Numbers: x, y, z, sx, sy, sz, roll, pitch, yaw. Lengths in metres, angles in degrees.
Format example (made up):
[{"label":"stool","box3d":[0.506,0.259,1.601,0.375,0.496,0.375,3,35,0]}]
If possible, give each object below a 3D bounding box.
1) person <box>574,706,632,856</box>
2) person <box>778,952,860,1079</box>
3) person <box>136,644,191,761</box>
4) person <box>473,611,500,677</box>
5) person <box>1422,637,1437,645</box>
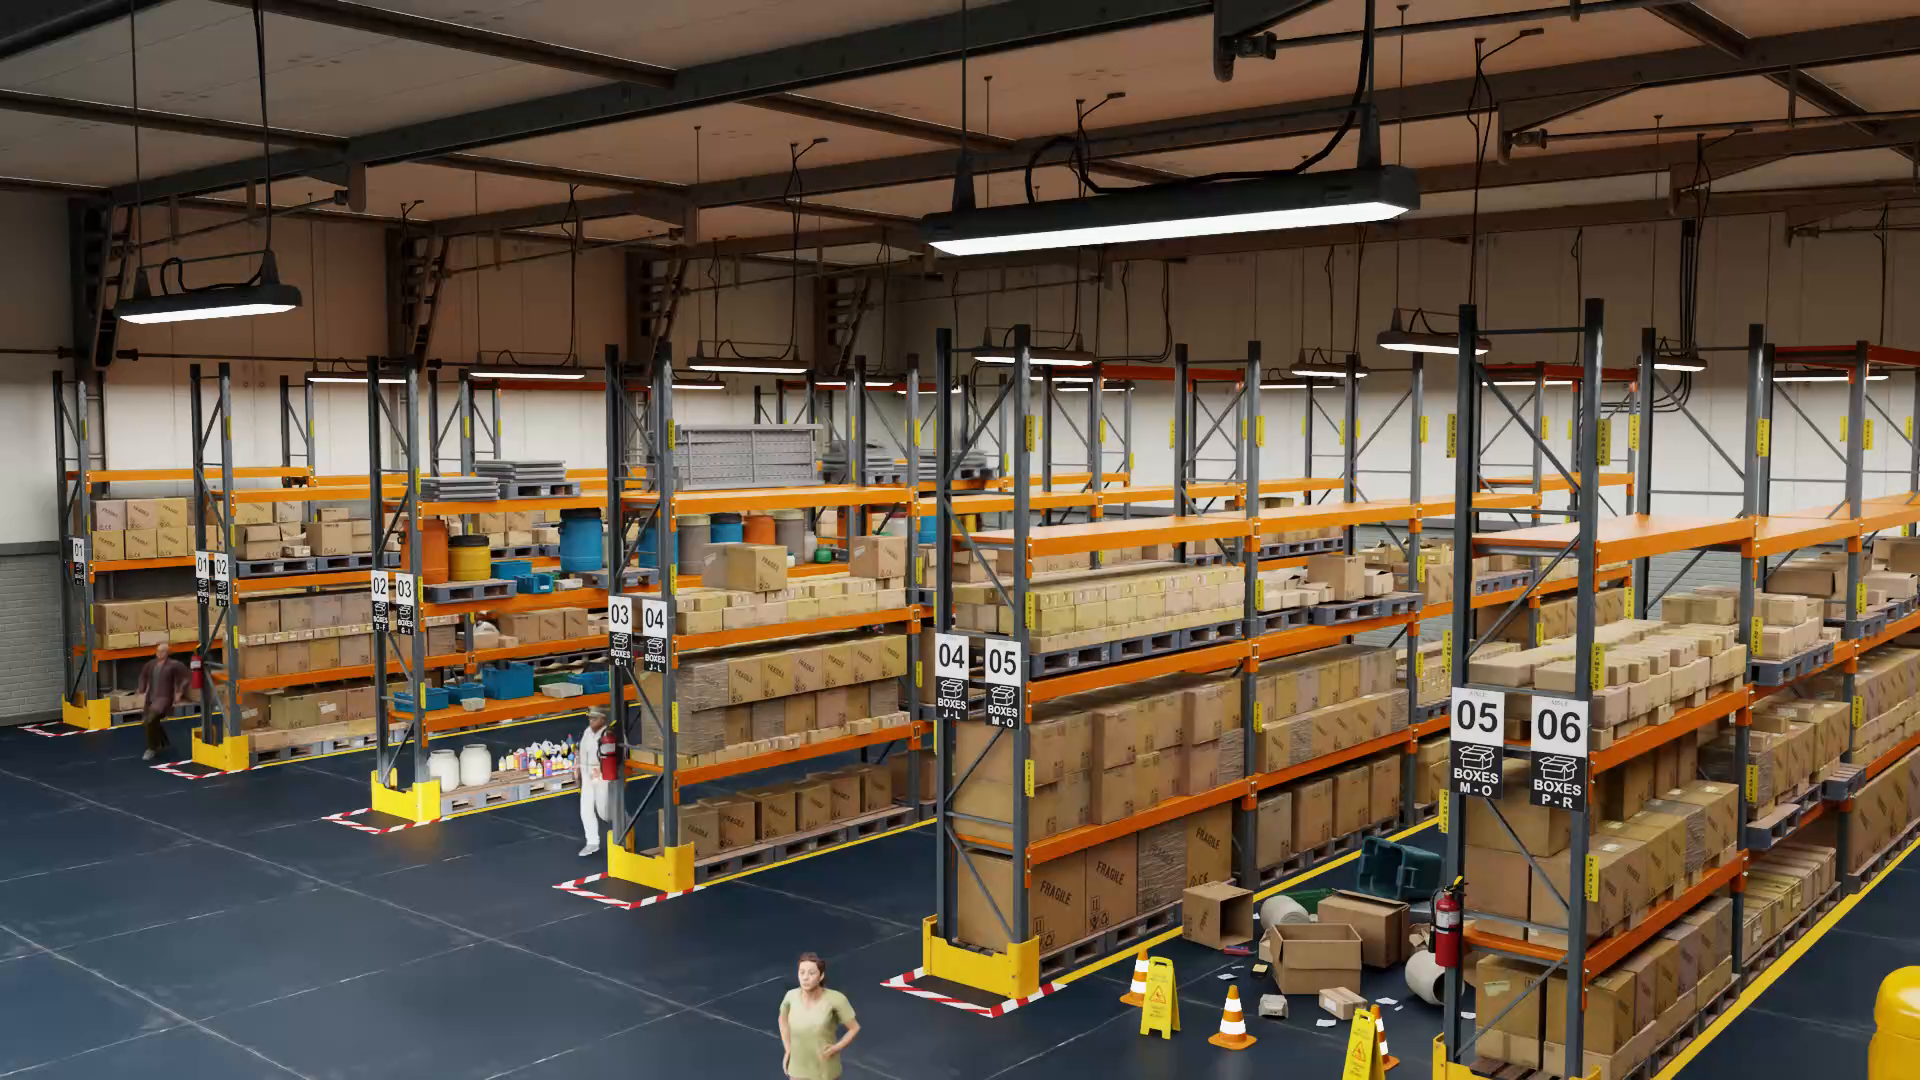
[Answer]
[{"label":"person","box3d":[-4.302,2.843,19.950,0.684,1.764,0.790,2,5,28]},{"label":"person","box3d":[-0.943,3.544,11.021,0.569,1.673,0.851,0,4,4]},{"label":"person","box3d":[-12.209,2.471,25.443,0.771,1.789,0.729,1,4,16]},{"label":"person","box3d":[-8.751,2.105,30.225,0.637,1.814,0.711,4,6,41]},{"label":"person","box3d":[7.469,2.403,26.699,0.589,1.704,0.672,3,5,39]}]
